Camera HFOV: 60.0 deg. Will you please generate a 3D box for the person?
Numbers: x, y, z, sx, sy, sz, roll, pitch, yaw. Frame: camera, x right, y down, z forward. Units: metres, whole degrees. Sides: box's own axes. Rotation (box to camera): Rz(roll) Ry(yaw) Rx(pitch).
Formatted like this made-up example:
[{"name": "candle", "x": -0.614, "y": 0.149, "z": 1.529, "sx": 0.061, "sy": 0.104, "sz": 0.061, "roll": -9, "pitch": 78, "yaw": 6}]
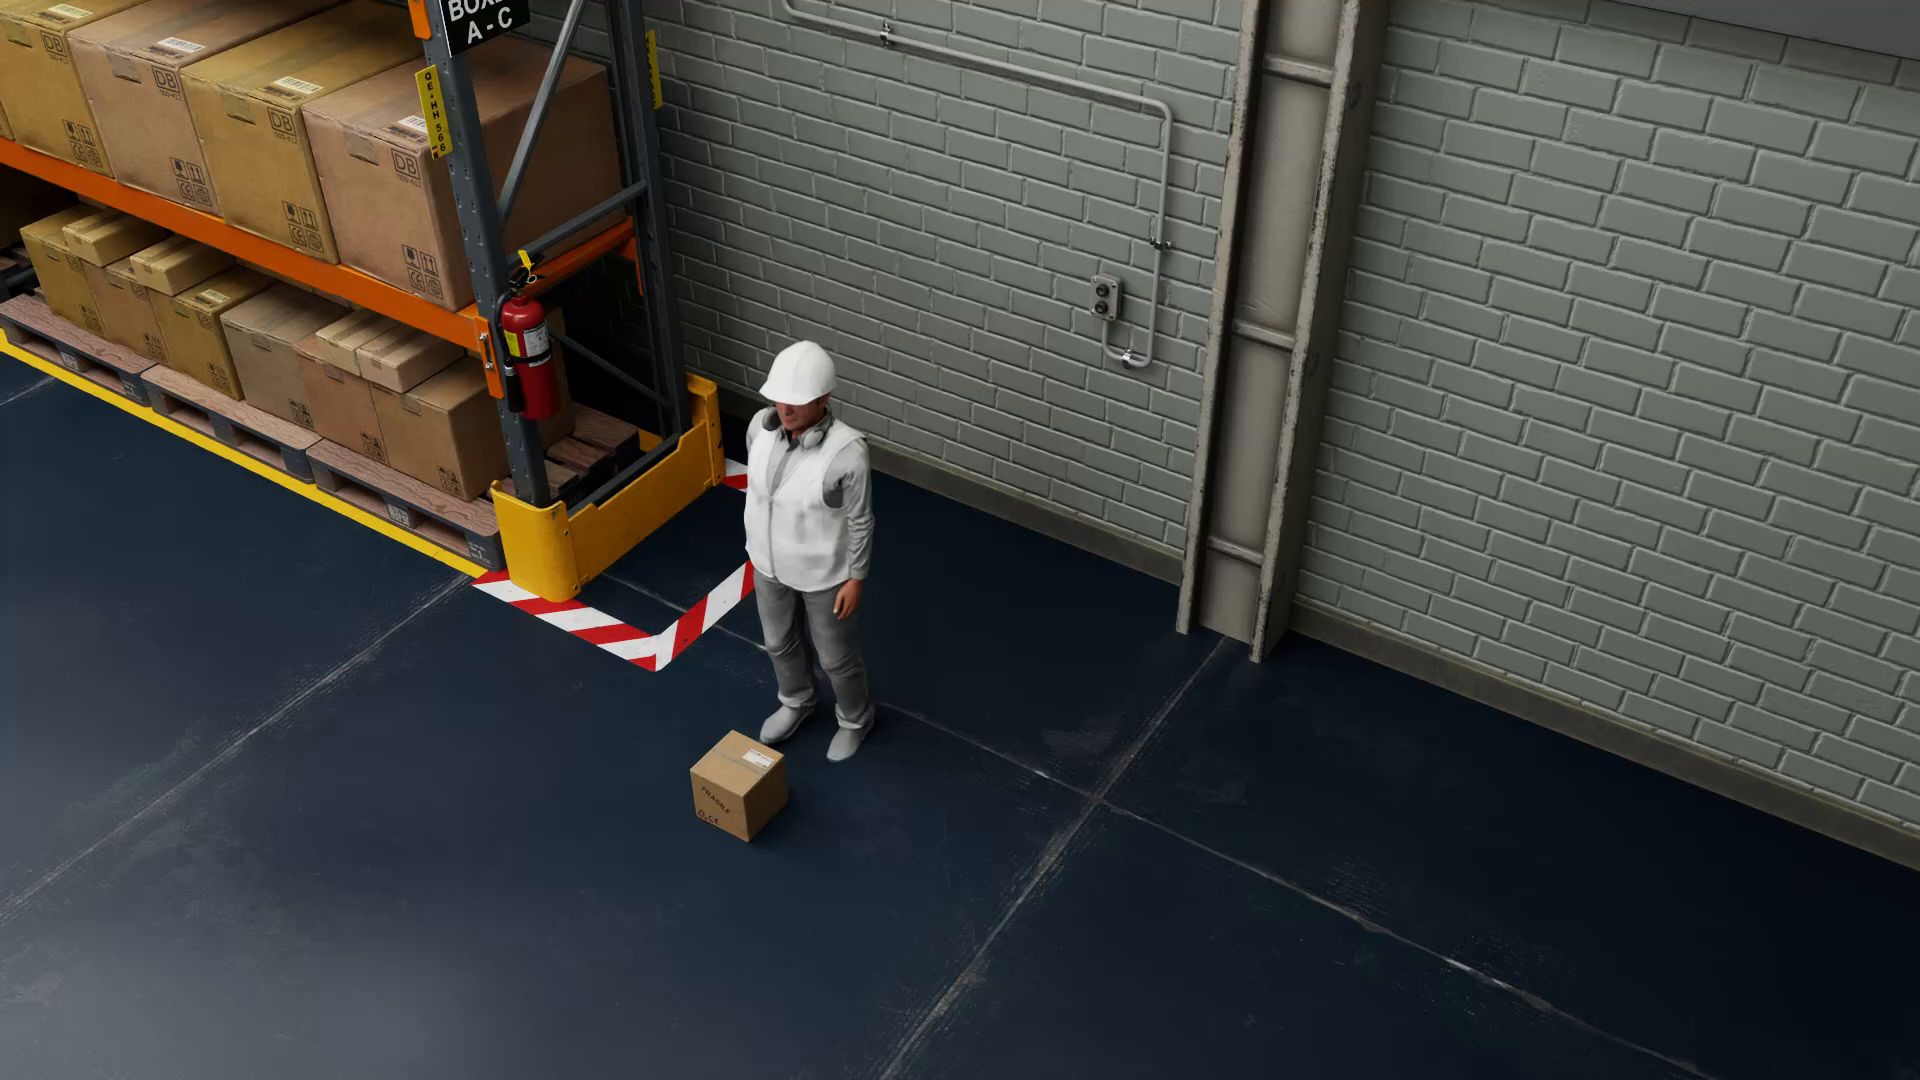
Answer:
[{"name": "person", "x": -0.550, "y": 0.089, "z": 6.056, "sx": 0.532, "sy": 1.811, "sz": 0.366, "roll": 22, "pitch": 43, "yaw": 26}]
